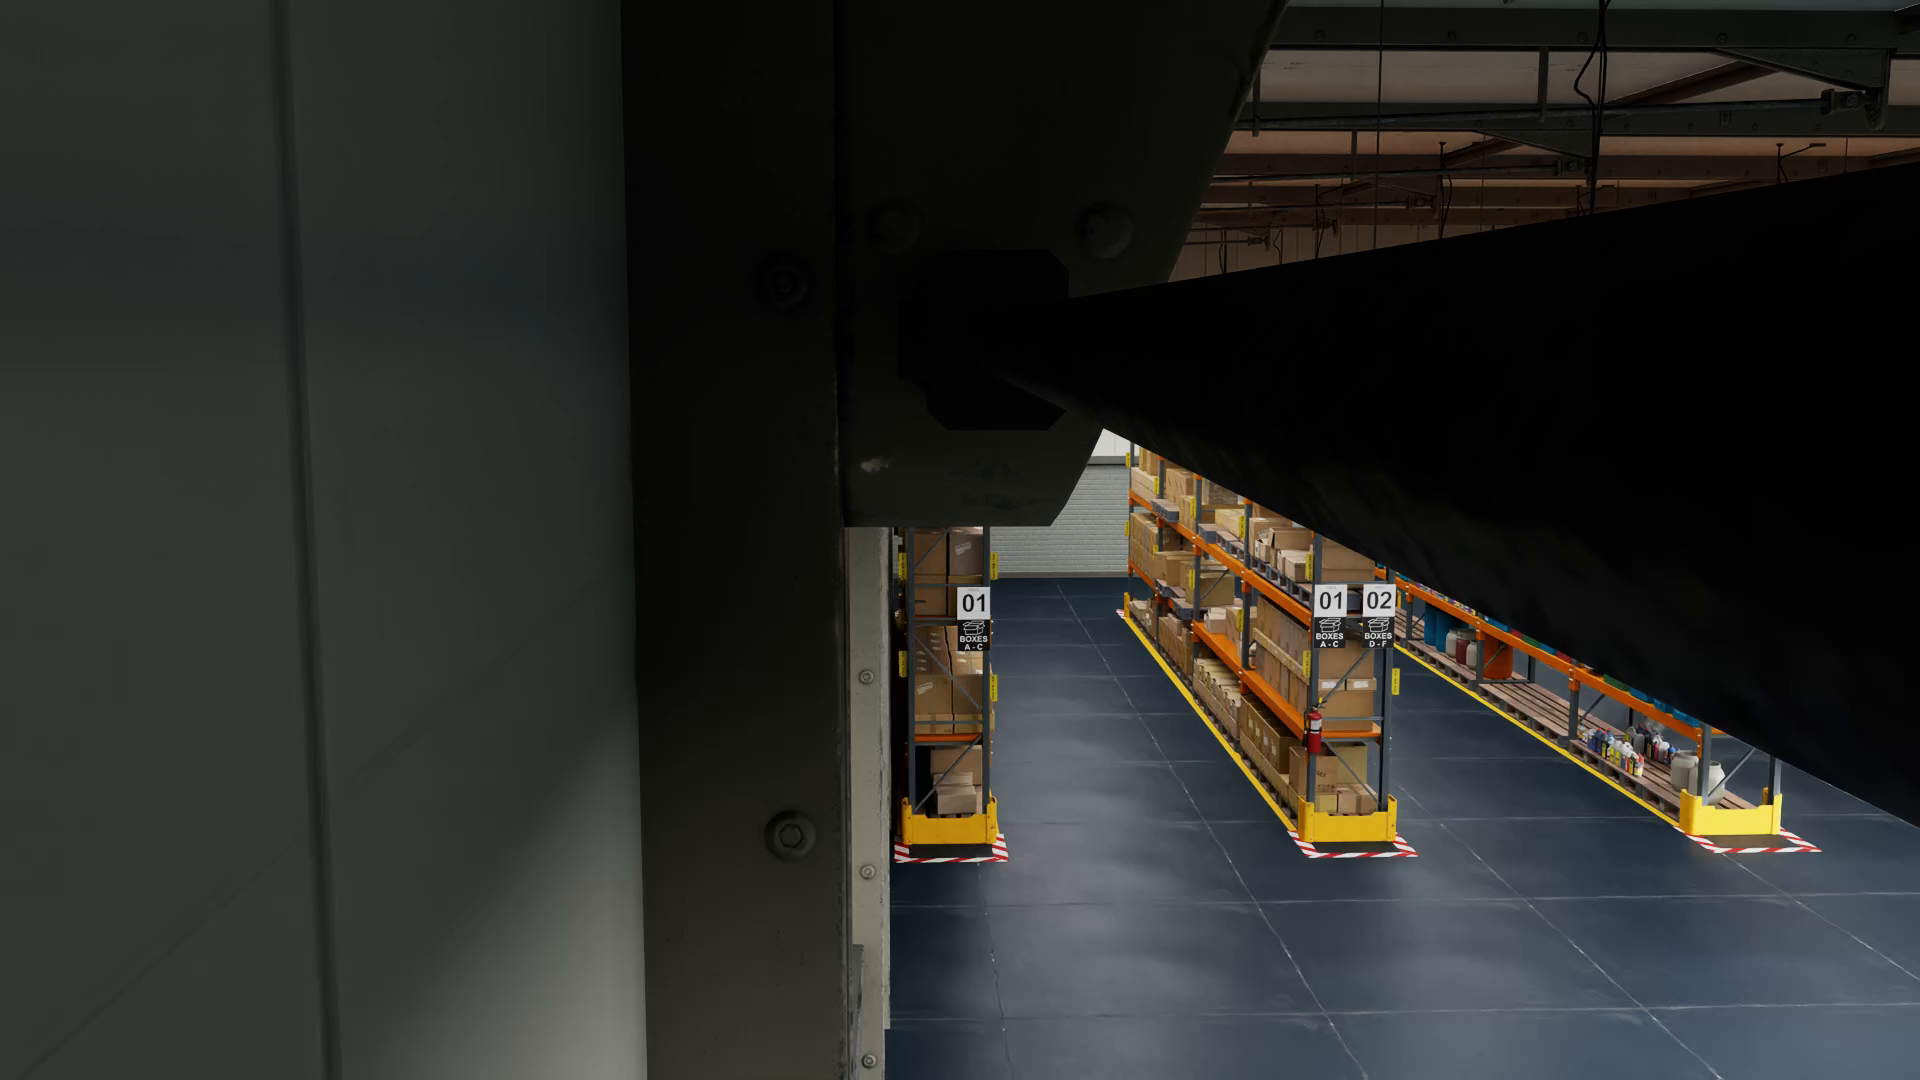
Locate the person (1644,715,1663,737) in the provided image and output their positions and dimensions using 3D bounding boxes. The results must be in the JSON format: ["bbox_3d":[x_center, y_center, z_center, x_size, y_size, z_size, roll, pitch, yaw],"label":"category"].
[{"bbox_3d":[10.762,2.170,25.770,0.544,1.787,0.544,7,10,44],"label":"person"}]
